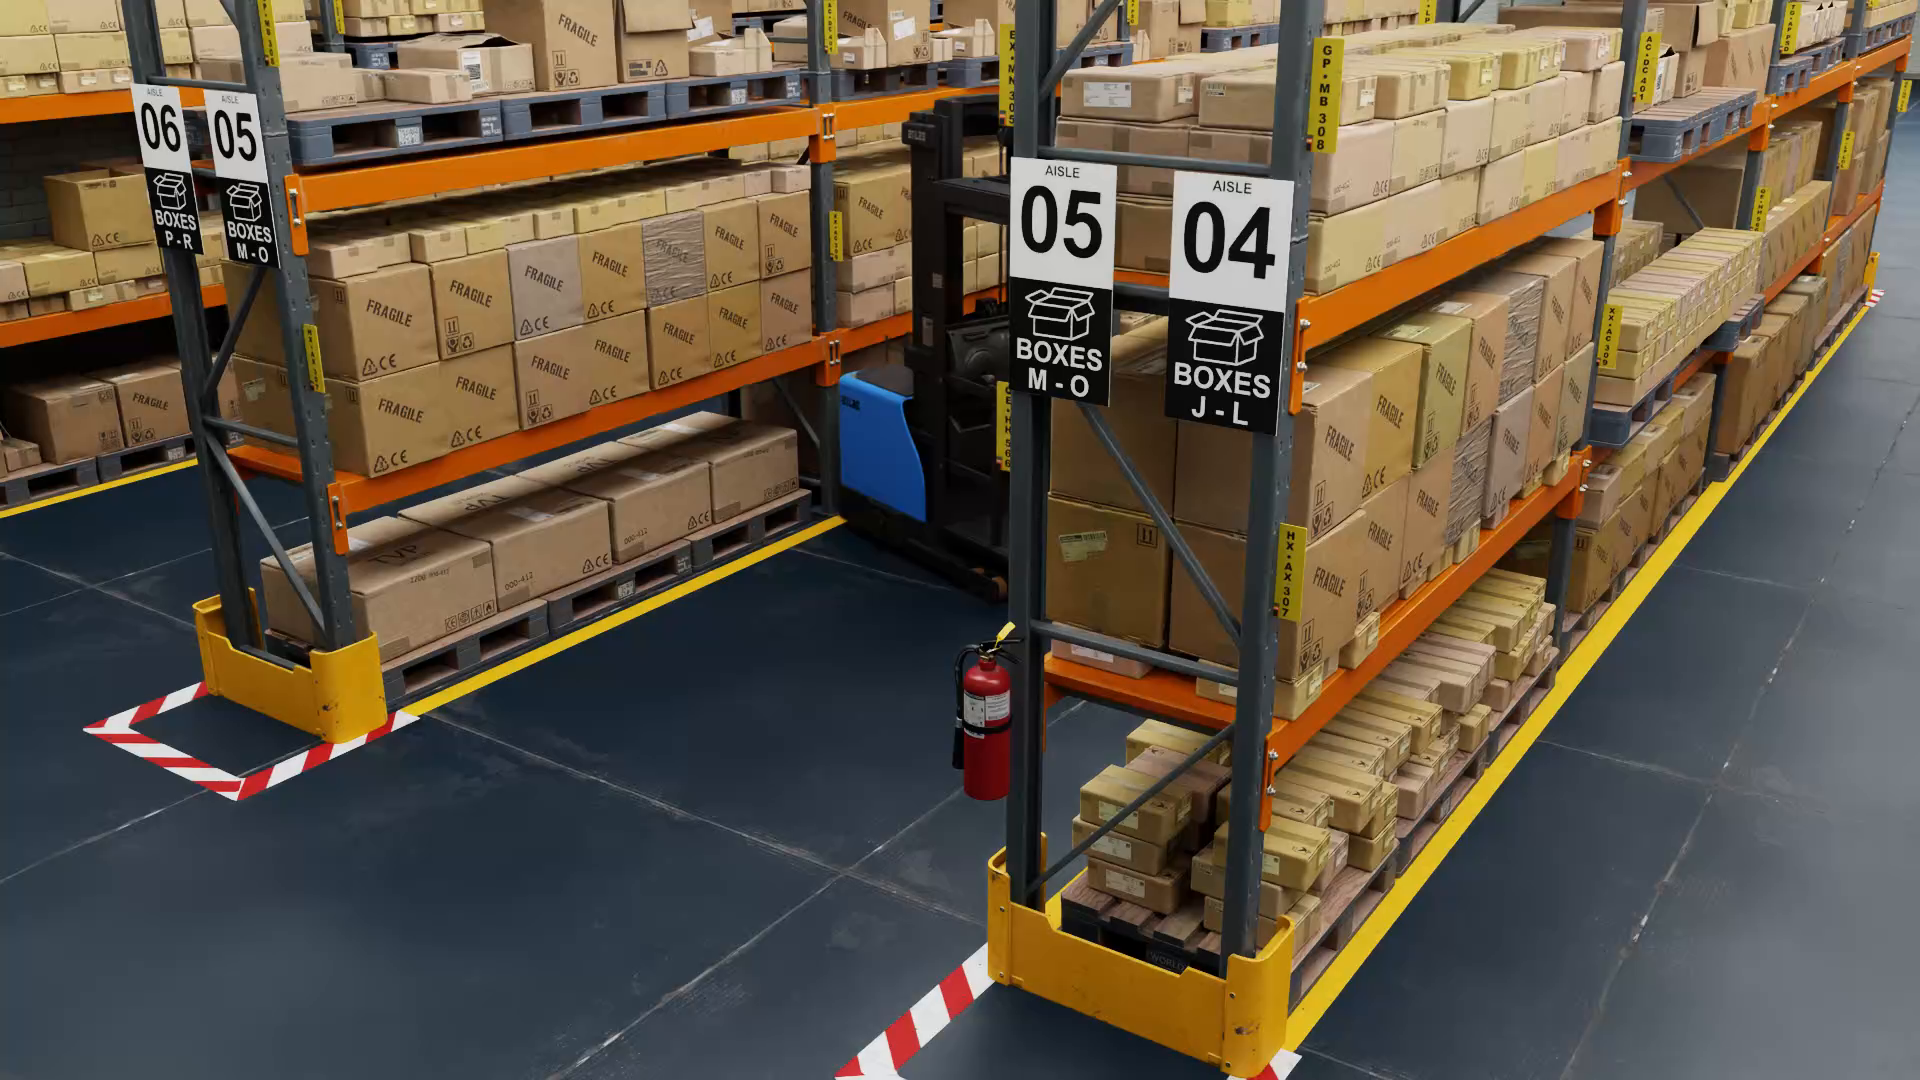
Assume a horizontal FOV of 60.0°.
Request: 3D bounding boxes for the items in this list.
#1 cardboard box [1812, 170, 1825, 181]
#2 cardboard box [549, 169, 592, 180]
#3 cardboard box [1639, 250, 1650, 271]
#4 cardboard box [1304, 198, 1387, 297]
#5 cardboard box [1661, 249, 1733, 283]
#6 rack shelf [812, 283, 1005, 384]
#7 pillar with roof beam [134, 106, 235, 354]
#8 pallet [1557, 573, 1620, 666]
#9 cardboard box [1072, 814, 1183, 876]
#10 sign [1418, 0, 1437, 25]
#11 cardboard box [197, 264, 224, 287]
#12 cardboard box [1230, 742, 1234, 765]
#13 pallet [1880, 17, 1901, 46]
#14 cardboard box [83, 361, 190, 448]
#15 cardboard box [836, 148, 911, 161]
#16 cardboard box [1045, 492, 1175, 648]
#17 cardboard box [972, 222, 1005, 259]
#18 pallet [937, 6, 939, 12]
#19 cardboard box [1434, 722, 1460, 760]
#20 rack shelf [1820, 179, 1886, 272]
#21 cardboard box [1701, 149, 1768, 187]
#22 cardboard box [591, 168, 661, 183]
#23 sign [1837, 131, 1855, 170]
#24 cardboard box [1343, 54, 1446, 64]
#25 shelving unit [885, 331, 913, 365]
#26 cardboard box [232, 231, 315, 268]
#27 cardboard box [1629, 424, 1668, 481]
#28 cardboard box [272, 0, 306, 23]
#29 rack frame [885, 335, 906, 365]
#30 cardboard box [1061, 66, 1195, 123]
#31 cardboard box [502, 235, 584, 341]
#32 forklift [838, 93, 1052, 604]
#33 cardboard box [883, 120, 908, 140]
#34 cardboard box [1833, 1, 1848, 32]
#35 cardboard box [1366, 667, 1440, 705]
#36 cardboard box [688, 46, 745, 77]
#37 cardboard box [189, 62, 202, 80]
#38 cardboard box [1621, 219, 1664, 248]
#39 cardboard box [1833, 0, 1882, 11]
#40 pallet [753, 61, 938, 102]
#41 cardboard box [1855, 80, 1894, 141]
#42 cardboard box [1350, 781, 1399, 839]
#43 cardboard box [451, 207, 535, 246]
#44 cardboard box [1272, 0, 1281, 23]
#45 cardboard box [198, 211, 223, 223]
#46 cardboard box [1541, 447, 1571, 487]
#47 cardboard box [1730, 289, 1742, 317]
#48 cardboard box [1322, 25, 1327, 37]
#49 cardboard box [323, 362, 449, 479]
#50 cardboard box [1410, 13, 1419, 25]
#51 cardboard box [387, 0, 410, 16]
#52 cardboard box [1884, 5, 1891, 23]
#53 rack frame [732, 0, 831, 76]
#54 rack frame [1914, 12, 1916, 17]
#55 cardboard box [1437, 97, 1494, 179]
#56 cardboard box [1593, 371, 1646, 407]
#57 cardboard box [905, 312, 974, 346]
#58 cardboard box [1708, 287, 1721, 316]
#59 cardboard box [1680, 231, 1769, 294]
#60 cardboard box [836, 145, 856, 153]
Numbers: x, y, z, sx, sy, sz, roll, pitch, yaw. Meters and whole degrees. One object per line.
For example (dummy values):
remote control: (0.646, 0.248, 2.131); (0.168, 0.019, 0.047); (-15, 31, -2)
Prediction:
cardboard box: (7.564, -3.215, 15.417); (0.875, 0.550, 0.550); (13, 24, 32)
cardboard box: (-3.905, -3.533, 15.738); (0.797, 0.503, 0.637); (13, 24, 31)
cardboard box: (4.529, -1.930, 11.486); (0.380, 0.149, 0.250); (15, 25, 34)
cardboard box: (1.084, -1.009, 5.561); (0.500, 0.250, 0.500); (14, 25, 34)
cardboard box: (4.644, -1.725, 10.503); (0.380, 0.149, 0.250); (13, 24, 32)
rack shelf: (-0.157, -1.914, 13.152); (1.077, 0.370, 4.000); (13, 24, 32)
pillar with roof beam: (-2.965, -4.594, 10.715); (9.100, 9.000, 0.400); (13, 24, 32)
pallet: (3.306, 0.343, 10.033); (1.003, 0.211, 1.213); (13, 24, 32)
cardboard box: (0.681, 1.200, 6.772); (0.380, 0.149, 0.250); (13, 24, 30)
sign: (2.408, -2.682, 8.556); (0.100, 0.325, 0.005); (13, 24, 32)
cardboard box: (-5.904, -2.079, 12.923); (0.380, 0.149, 0.250); (13, 24, 31)
cardboard box: (1.136, 0.844, 7.305); (0.380, 0.149, 0.250); (12, 24, 30)
pallet: (8.521, -4.983, 16.217); (1.003, 0.211, 1.213); (13, 24, 32)
cardboard box: (-6.322, -1.048, 12.773); (0.500, 0.500, 0.500); (14, 24, 33)
cardboard box: (-0.652, -2.662, 12.552); (0.500, 0.500, 0.500); (14, 25, 33)
cardboard box: (0.660, 0.041, 6.257); (0.500, 0.500, 0.500); (14, 24, 33)
cardboard box: (0.057, -2.353, 12.798); (0.500, 0.250, 0.500); (12, 24, 30)
pallet: (0.253, -6.903, 21.408); (1.003, 0.211, 1.213); (13, 24, 32)
cardboard box: (2.147, 0.937, 7.913); (0.380, 0.149, 0.250); (14, 24, 33)
rack shelf: (8.491, -3.273, 16.826); (1.077, 0.370, 4.000); (13, 24, 32)
cardboard box: (5.662, -2.677, 12.593); (0.700, 0.500, 0.500); (13, 24, 31)
cardboard box: (-2.104, -2.240, 10.476); (0.380, 0.149, 0.250); (13, 24, 31)
sign: (7.821, -3.439, 14.684); (0.100, 0.325, 0.005); (13, 24, 32)
cardboard box: (1.557, -1.697, 6.127); (0.380, 0.149, 0.250); (14, 25, 33)
shelving unit: (-0.379, -0.870, 11.886); (0.189, 1.200, 0.258); (-14, 25, -34)
cardboard box: (-3.494, -1.492, 8.454); (0.380, 0.149, 0.250); (14, 24, 33)
cardboard box: (4.091, -0.577, 10.417); (0.500, 0.250, 0.500); (14, 25, 34)
cardboard box: (-5.473, -4.163, 12.939); (0.500, 0.250, 0.500); (13, 24, 32)
rack frame: (-0.452, -0.851, 11.835); (0.006, 1.200, 0.240); (-14, 25, -34)
cardboard box: (0.565, -1.504, 5.604); (0.380, 0.149, 0.250); (13, 24, 31)
cardboard box: (-2.457, -1.427, 9.213); (0.500, 0.500, 0.500); (13, 24, 31)
forklift: (0.451, -1.177, 10.222); (1.130, 2.935, 3.031); (-15, 25, -34)
cardboard box: (-0.956, -4.913, 19.719); (0.500, 0.250, 0.500); (13, 24, 31)
cardboard box: (7.102, -4.383, 13.933); (0.500, 0.250, 0.500); (14, 24, 32)
cardboard box: (1.982, 0.711, 7.664); (0.380, 0.149, 0.250); (13, 24, 32)
cardboard box: (-1.524, -2.889, 10.040); (0.380, 0.149, 0.250); (14, 24, 33)
cardboard box: (-5.787, -3.558, 12.599); (0.380, 0.149, 0.250); (13, 24, 32)
cardboard box: (4.695, -2.151, 11.655); (0.380, 0.149, 0.250); (13, 24, 32)
cardboard box: (7.873, -4.842, 14.746); (0.500, 0.250, 0.500); (13, 24, 32)
pallet: (-0.807, -3.267, 11.726); (0.805, 0.209, 1.217); (12, 24, 30)
cardboard box: (9.141, -4.486, 17.297); (0.875, 0.550, 0.550); (13, 24, 32)
cardboard box: (1.627, 1.099, 7.044); (0.380, 0.149, 0.250); (14, 25, 33)
cardboard box: (-2.535, -1.704, 9.027); (0.380, 0.149, 0.250); (14, 24, 32)
cardboard box: (3.007, -5.310, 16.585); (0.500, 0.250, 0.500); (13, 24, 31)
cardboard box: (-6.167, -2.479, 13.430); (0.500, 0.250, 0.500); (13, 24, 31)
cardboard box: (2.848, -0.400, 8.386); (0.380, 0.149, 0.250); (13, 24, 30)
cardboard box: (4.935, -1.592, 11.002); (0.380, 0.149, 0.250); (14, 24, 33)
cardboard box: (3.598, -5.304, 17.318); (0.380, 0.149, 0.250); (13, 24, 31)
cardboard box: (-3.023, -0.658, 8.577); (0.500, 0.500, 0.500); (13, 24, 31)
cardboard box: (5.205, -6.105, 19.485); (0.380, 0.149, 0.250); (14, 25, 33)
cardboard box: (-4.767, -4.407, 13.716); (0.380, 0.149, 0.250); (14, 24, 33)
cardboard box: (8.423, -4.900, 15.476); (0.380, 0.149, 0.250); (13, 24, 31)
rack frame: (-1.281, -4.491, 10.435); (1.000, 3.000, 0.127); (13, 24, 32)
rack frame: (9.615, -6.998, 17.212); (1.000, 3.000, 0.127); (13, 24, 32)
cardboard box: (1.669, -1.532, 6.255); (0.500, 0.250, 0.500); (14, 24, 32)
cardboard box: (3.471, -0.844, 8.978); (0.380, 0.149, 0.250); (12, 23, 29)
cardboard box: (-0.498, -1.332, 13.000); (0.875, 0.875, 0.875); (14, 25, 33)
cardboard box: (4.493, -1.506, 10.342); (0.380, 0.149, 0.250); (14, 24, 33)
cardboard box: (5.593, -2.012, 12.236); (0.500, 0.500, 0.500); (14, 24, 32)
cardboard box: (-1.541, -4.392, 19.031); (0.500, 0.250, 0.500); (13, 24, 32)
